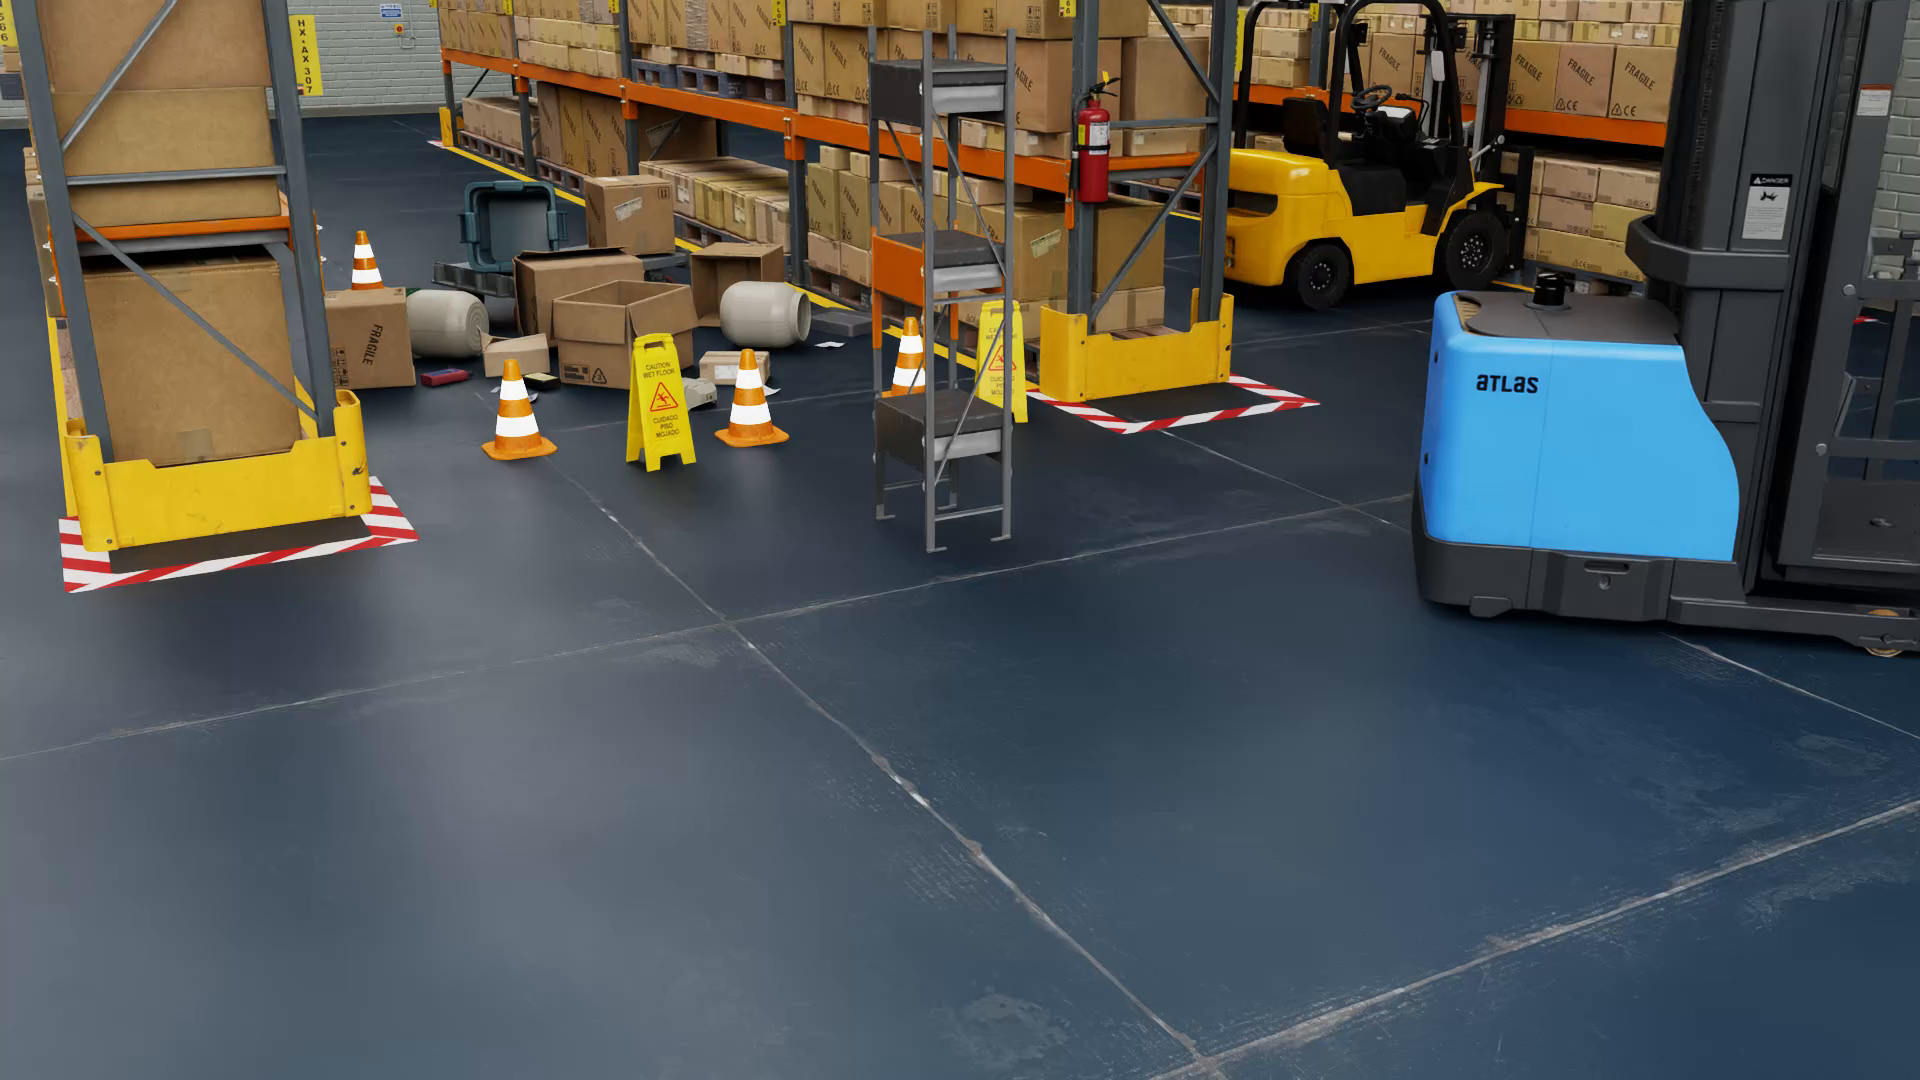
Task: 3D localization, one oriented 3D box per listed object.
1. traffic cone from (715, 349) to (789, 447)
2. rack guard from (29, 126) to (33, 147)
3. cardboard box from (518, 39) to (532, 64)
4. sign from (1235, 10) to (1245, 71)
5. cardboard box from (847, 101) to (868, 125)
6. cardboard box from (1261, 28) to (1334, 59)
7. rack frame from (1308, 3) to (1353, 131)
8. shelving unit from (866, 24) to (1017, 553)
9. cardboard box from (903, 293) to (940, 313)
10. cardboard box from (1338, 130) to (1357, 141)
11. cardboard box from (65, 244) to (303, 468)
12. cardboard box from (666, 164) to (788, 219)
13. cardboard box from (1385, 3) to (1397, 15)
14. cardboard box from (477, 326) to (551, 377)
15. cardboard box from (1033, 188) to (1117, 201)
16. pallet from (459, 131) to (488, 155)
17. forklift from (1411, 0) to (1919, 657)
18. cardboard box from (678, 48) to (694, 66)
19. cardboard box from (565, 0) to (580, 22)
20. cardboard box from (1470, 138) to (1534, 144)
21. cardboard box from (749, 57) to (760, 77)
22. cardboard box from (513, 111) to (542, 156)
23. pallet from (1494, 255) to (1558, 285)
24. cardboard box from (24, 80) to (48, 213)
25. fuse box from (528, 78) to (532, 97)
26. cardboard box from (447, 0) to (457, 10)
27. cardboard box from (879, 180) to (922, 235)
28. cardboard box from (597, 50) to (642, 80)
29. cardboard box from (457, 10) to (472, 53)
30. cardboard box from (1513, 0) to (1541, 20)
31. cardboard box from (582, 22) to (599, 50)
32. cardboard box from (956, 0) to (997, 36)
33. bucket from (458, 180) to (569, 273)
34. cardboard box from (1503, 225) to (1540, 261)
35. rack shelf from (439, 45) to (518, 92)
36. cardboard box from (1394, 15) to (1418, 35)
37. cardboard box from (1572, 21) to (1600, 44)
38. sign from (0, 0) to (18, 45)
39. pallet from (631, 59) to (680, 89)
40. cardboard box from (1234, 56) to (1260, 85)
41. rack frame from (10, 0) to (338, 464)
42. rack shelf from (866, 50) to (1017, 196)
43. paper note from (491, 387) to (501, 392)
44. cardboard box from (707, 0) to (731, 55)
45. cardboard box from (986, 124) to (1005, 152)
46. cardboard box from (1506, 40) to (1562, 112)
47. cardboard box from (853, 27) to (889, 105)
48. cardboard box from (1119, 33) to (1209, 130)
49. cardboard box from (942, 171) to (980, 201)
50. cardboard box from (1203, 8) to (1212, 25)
[{"bbox_3d":[-1.087,-0.757,8.616,0.336,0.463,0.334,-10,21,-27],"label":"traffic cone"},{"bbox_3d":[-10.803,-4.896,20.554,1.175,0.500,0.348,-10,21,-27],"label":"rack guard"},{"bbox_3d":[-4.654,-5.509,18.728,0.500,0.250,0.500,-11,22,-28],"label":"cardboard box"},{"bbox_3d":[1.545,-2.796,9.307,0.100,0.325,0.005,-10,21,-27],"label":"sign"},{"bbox_3d":[-0.559,-2.979,11.552,0.380,0.149,0.250,-9,21,-25],"label":"cardboard box"},{"bbox_3d":[3.076,-4.487,15.000,0.500,0.250,0.500,-10,22,-28],"label":"cardboard box"},{"bbox_3d":[3.535,-4.220,14.764,1.000,3.000,0.127,-10,21,-27],"label":"rack frame"},{"bbox_3d":[-0.079,-1.040,6.927,0.431,2.100,0.503,-10,21,-27],"label":"shelving unit"},{"bbox_3d":[-0.046,-1.691,11.004,0.500,0.250,0.500,-11,22,-29],"label":"cardboard box"},{"bbox_3d":[3.488,-3.404,14.437,0.500,0.250,0.500,-10,22,-27],"label":"cardboard box"},{"bbox_3d":[-3.621,-0.885,7.711,0.875,0.875,0.875,-10,21,-26],"label":"cardboard box"},{"bbox_3d":[-2.114,-3.181,15.136,0.950,0.372,0.625,-10,22,-28],"label":"cardboard box"},{"bbox_3d":[3.757,-4.445,13.810,0.380,0.149,0.250,-10,22,-28],"label":"cardboard box"},{"bbox_3d":[-2.703,-1.154,10.069,0.396,0.266,0.258,-6,20,-17],"label":"cardboard box"},{"bbox_3d":[0.664,-1.986,10.710,0.500,0.500,0.500,-11,22,-29],"label":"cardboard box"},{"bbox_3d":[-6.082,-5.360,22.340,1.003,0.211,1.213,-10,21,-27],"label":"pallet"},{"bbox_3d":[3.316,-1.145,5.956,3.031,2.935,1.130,4,19,12],"label":"forklift"},{"bbox_3d":[-2.251,-4.245,14.577,0.380,0.149,0.250,-9,21,-23],"label":"cardboard box"},{"bbox_3d":[-3.688,-5.516,16.833,0.500,0.500,0.500,-10,21,-27],"label":"cardboard box"},{"bbox_3d":[4.421,-3.190,13.816,0.500,0.250,0.500,-10,21,-26],"label":"cardboard box"},{"bbox_3d":[-1.429,-3.714,13.036,0.380,0.149,0.250,-11,22,-28],"label":"cardboard box"},{"bbox_3d":[-4.835,-4.931,20.108,0.875,0.438,0.875,-10,22,-27],"label":"cardboard box"},{"bbox_3d":[4.459,-2.317,13.522,1.003,0.211,1.213,-10,21,-27],"label":"pallet"},{"bbox_3d":[-3.737,-1.831,7.610,0.875,0.550,0.550,-10,21,-27],"label":"cardboard box"},{"bbox_3d":[-7.311,-8.185,28.228,0.539,1.711,0.414,-10,21,-27],"label":"fuse box"},{"bbox_3d":[-6.302,-7.086,21.382,0.500,0.500,0.500,-11,22,-28],"label":"cardboard box"},{"bbox_3d":[-0.280,-2.192,11.306,0.500,0.500,0.500,-9,21,-24],"label":"cardboard box"},{"bbox_3d":[-3.200,-4.633,16.189,0.500,0.250,0.500,-11,22,-29],"label":"cardboard box"},{"bbox_3d":[-6.065,-6.471,21.132,0.500,0.500,0.500,-10,21,-27],"label":"cardboard box"},{"bbox_3d":[4.384,-3.988,12.486,0.380,0.149,0.250,-10,21,-26],"label":"cardboard box"},{"bbox_3d":[-3.432,-5.011,16.517,0.500,0.250,0.500,-11,22,-28],"label":"cardboard box"},{"bbox_3d":[0.399,-3.222,9.728,0.700,0.500,0.500,-10,21,-26],"label":"cardboard box"},{"bbox_3d":[-3.047,-2.144,11.434,0.726,0.611,0.620,-3,9,-8],"label":"bucket"},{"bbox_3d":[4.475,-2.346,12.903,0.500,0.250,0.500,-10,21,-26],"label":"cardboard box"},{"bbox_3d":[-5.581,-5.981,20.969,1.077,0.370,4.000,-10,21,-27],"label":"rack shelf"},{"bbox_3d":[3.779,-4.215,13.601,0.380,0.149,0.250,-9,21,-25],"label":"cardboard box"},{"bbox_3d":[4.698,-3.708,12.130,0.380,0.149,0.250,-10,21,-27],"label":"cardboard box"},{"bbox_3d":[-3.725,-2.086,6.439,0.100,0.325,0.005,-10,21,-27],"label":"sign"},{"bbox_3d":[-2.299,-4.320,15.346,1.213,0.211,1.003,-10,21,-27],"label":"pallet"},{"bbox_3d":[2.821,-4.397,15.506,0.500,0.250,0.500,-10,21,-27],"label":"cardboard box"},{"bbox_3d":[-3.241,-1.507,6.899,1.000,3.000,0.127,-10,21,-27],"label":"rack frame"},{"bbox_3d":[-0.079,-1.689,6.703,0.431,0.518,0.480,-10,21,-27],"label":"rack shelf"},{"bbox_3d":[-2.689,-0.873,9.645,0.032,0.001,0.123,1,19,2],"label":"paper note"},{"bbox_3d":[-1.730,-4.225,13.524,0.500,0.500,0.500,-9,21,-25],"label":"cardboard box"},{"bbox_3d":[0.381,-2.390,9.845,0.380,0.149,0.250,-10,22,-28],"label":"cardboard box"},{"bbox_3d":[4.487,-3.517,12.573,0.500,0.500,0.500,-10,22,-28],"label":"cardboard box"},{"bbox_3d":[-0.383,-3.182,11.146,0.500,0.500,0.500,-10,21,-27],"label":"cardboard box"},{"bbox_3d":[1.087,-2.669,9.659,0.500,0.500,0.500,-10,22,-27],"label":"cardboard box"},{"bbox_3d":[0.108,-2.219,10.392,0.380,0.149,0.250,-10,21,-26],"label":"cardboard box"},{"bbox_3d":[2.544,-5.000,15.876,0.380,0.149,0.250,-10,21,-26],"label":"cardboard box"}]
